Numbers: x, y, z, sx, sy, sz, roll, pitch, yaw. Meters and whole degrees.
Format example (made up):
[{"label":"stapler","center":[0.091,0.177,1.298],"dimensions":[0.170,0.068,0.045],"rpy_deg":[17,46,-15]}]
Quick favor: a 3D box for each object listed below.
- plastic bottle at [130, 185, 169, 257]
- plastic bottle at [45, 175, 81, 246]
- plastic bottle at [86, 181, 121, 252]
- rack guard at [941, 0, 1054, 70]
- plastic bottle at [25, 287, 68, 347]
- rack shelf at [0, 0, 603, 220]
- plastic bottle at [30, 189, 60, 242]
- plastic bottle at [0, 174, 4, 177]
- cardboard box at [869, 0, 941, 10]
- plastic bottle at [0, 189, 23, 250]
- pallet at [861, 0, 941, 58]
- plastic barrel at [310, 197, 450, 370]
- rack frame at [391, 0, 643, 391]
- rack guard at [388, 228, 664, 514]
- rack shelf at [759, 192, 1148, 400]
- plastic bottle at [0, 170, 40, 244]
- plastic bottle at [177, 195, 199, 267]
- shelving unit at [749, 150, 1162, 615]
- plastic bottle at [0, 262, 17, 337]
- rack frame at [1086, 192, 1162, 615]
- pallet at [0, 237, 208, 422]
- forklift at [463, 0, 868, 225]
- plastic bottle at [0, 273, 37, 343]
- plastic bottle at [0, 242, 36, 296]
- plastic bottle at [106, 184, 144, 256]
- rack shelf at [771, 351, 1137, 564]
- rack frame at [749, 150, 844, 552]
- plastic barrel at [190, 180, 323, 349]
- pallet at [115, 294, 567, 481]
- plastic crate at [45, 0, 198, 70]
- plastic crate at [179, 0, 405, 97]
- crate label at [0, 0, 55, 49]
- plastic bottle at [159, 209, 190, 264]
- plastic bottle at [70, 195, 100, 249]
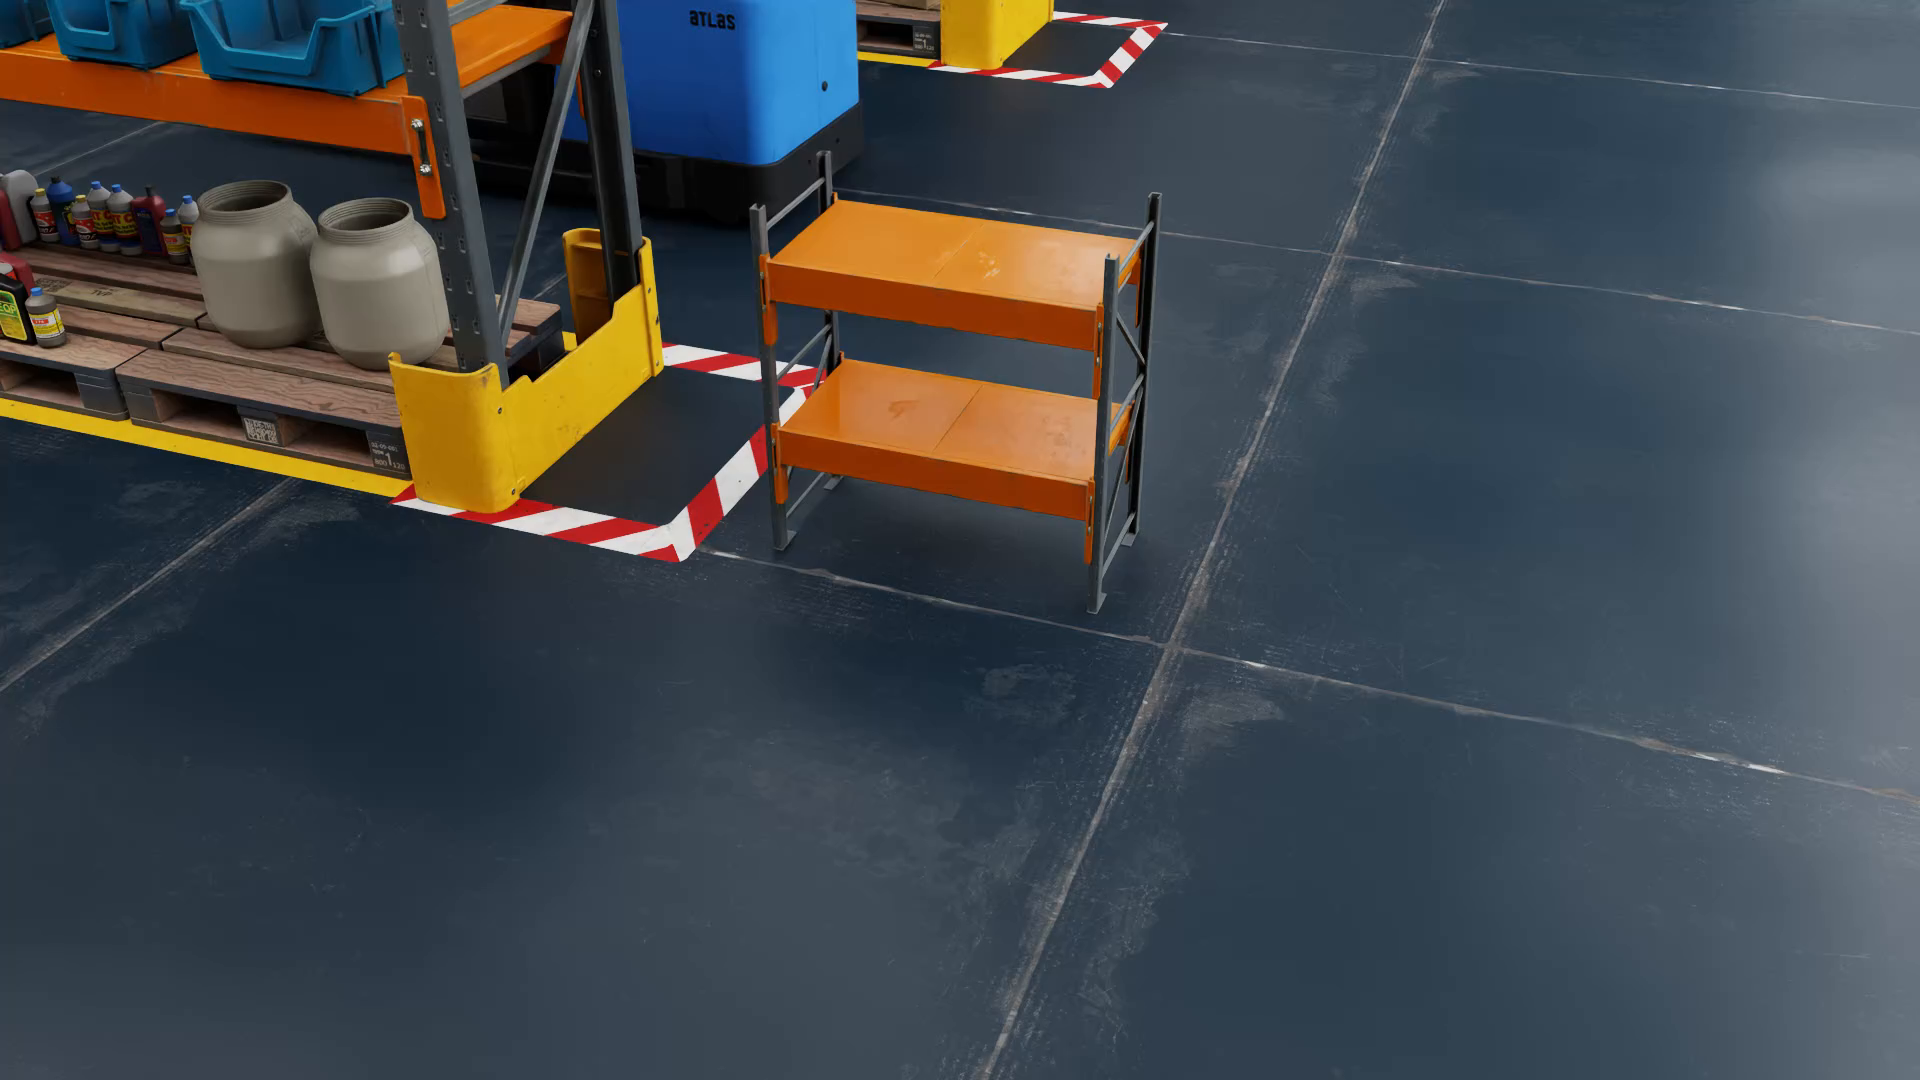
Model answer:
[{"label":"plastic bottle","center":[-3.176,-1.260,6.535],"dimensions":[0.133,0.283,0.061],"rpy_deg":[12,35,17]},{"label":"plastic bottle","center":[-3.577,-1.322,6.642],"dimensions":[0.097,0.271,0.097],"rpy_deg":[0,33,0]},{"label":"plastic bottle","center":[-3.386,-1.285,6.585],"dimensions":[0.097,0.271,0.097],"rpy_deg":[0,33,0]},{"label":"rack guard","center":[0.232,-3.168,9.695],"dimensions":[0.348,0.500,1.175],"rpy_deg":[11,34,16]},{"label":"plastic bottle","center":[-3.244,-0.796,5.892],"dimensions":[0.097,0.201,0.097],"rpy_deg":[0,33,0]},{"label":"rack shelf","center":[-3.250,-1.738,5.840],"dimensions":[4.000,0.370,1.077],"rpy_deg":[11,34,16]},{"label":"plastic bottle","center":[-3.673,-1.312,6.690],"dimensions":[0.097,0.201,0.097],"rpy_deg":[0,33,0]},{"label":"plastic bottle","center":[-3.945,-1.414,6.711],"dimensions":[0.185,0.351,0.144],"rpy_deg":[11,34,16]},{"label":"cardboard box","center":[-0.279,-3.453,9.750],"dimensions":[0.500,0.500,0.500],"rpy_deg":[18,37,25]},{"label":"plastic bottle","center":[-3.828,-1.299,6.596],"dimensions":[0.133,0.283,0.061],"rpy_deg":[11,34,16]},{"label":"pallet","center":[-0.521,-3.213,10.032],"dimensions":[1.213,0.211,1.003],"rpy_deg":[11,34,16]},{"label":"plastic barrel","center":[-2.013,-0.887,5.765],"dimensions":[0.421,0.512,0.421],"rpy_deg":[0,33,0]},{"label":"rack frame","center":[-1.367,-1.675,5.078],"dimensions":[0.127,3.000,1.000],"rpy_deg":[11,34,16]},{"label":"rack guard","center":[-1.455,-0.614,5.741],"dimensions":[0.348,0.500,1.175],"rpy_deg":[11,34,16]},{"label":"rack shelf","center":[-0.006,-0.720,4.788],"dimensions":[1.000,0.278,0.538],"rpy_deg":[11,34,16]},{"label":"plastic bottle","center":[-3.793,-1.351,6.682],"dimensions":[0.135,0.276,0.152],"rpy_deg":[12,35,17]},{"label":"plastic bottle","center":[-2.969,-1.204,6.459],"dimensions":[0.097,0.271,0.097],"rpy_deg":[0,33,0]},{"label":"shelving unit","center":[-0.006,-0.474,4.947],"dimensions":[1.048,1.125,0.538],"rpy_deg":[11,34,16]},{"label":"plastic bottle","center":[-3.472,-0.888,5.965],"dimensions":[0.135,0.276,0.152],"rpy_deg":[11,35,17]},{"label":"rack frame","center":[0.472,-0.381,4.803],"dimensions":[0.032,1.125,0.500],"rpy_deg":[11,34,16]},{"label":"pallet","center":[-3.362,-0.869,6.401],"dimensions":[1.213,0.211,1.003],"rpy_deg":[11,34,16]},{"label":"forklift","center":[-2.013,-3.121,7.381],"dimensions":[3.031,2.935,1.130],"rpy_deg":[12,35,18]},{"label":"plastic bottle","center":[-3.360,-0.843,5.888],"dimensions":[0.133,0.283,0.061],"rpy_deg":[12,35,18]},{"label":"plastic bottle","center":[-3.437,-0.945,6.047],"dimensions":[0.133,0.283,0.061],"rpy_deg":[11,34,16]},{"label":"plastic bottle","center":[-3.292,-1.267,6.557],"dimensions":[0.097,0.271,0.097],"rpy_deg":[0,33,0]},{"label":"rack shelf","center":[-0.006,-0.268,5.079],"dimensions":[1.000,0.278,0.538],"rpy_deg":[11,34,16]},{"label":"rack frame","center":[-0.485,-0.567,5.091],"dimensions":[0.032,1.125,0.500],"rpy_deg":[11,34,16]},{"label":"plastic barrel","center":[-2.484,-0.979,5.908],"dimensions":[0.421,0.512,0.421],"rpy_deg":[0,33,0]},{"label":"pallet","center":[-2.218,-0.645,6.054],"dimensions":[1.213,0.211,1.003],"rpy_deg":[11,34,16]},{"label":"plastic crate","center":[-2.549,-1.673,5.213],"dimensions":[0.408,0.251,0.499],"rpy_deg":[11,34,16]},{"label":"plastic crate","center":[-1.939,-1.551,5.024],"dimensions":[0.616,0.251,0.499],"rpy_deg":[11,34,16]},{"label":"crate label","center":[-3.191,-1.888,5.377],"dimensions":[0.616,0.435,0.502],"rpy_deg":[11,34,16]},{"label":"plastic bottle","center":[-3.066,-1.194,6.508],"dimensions":[0.097,0.201,0.097],"rpy_deg":[0,33,0]},{"label":"plastic bottle","center":[-3.479,-1.274,6.632],"dimensions":[0.097,0.201,0.097],"rpy_deg":[0,33,0]}]
